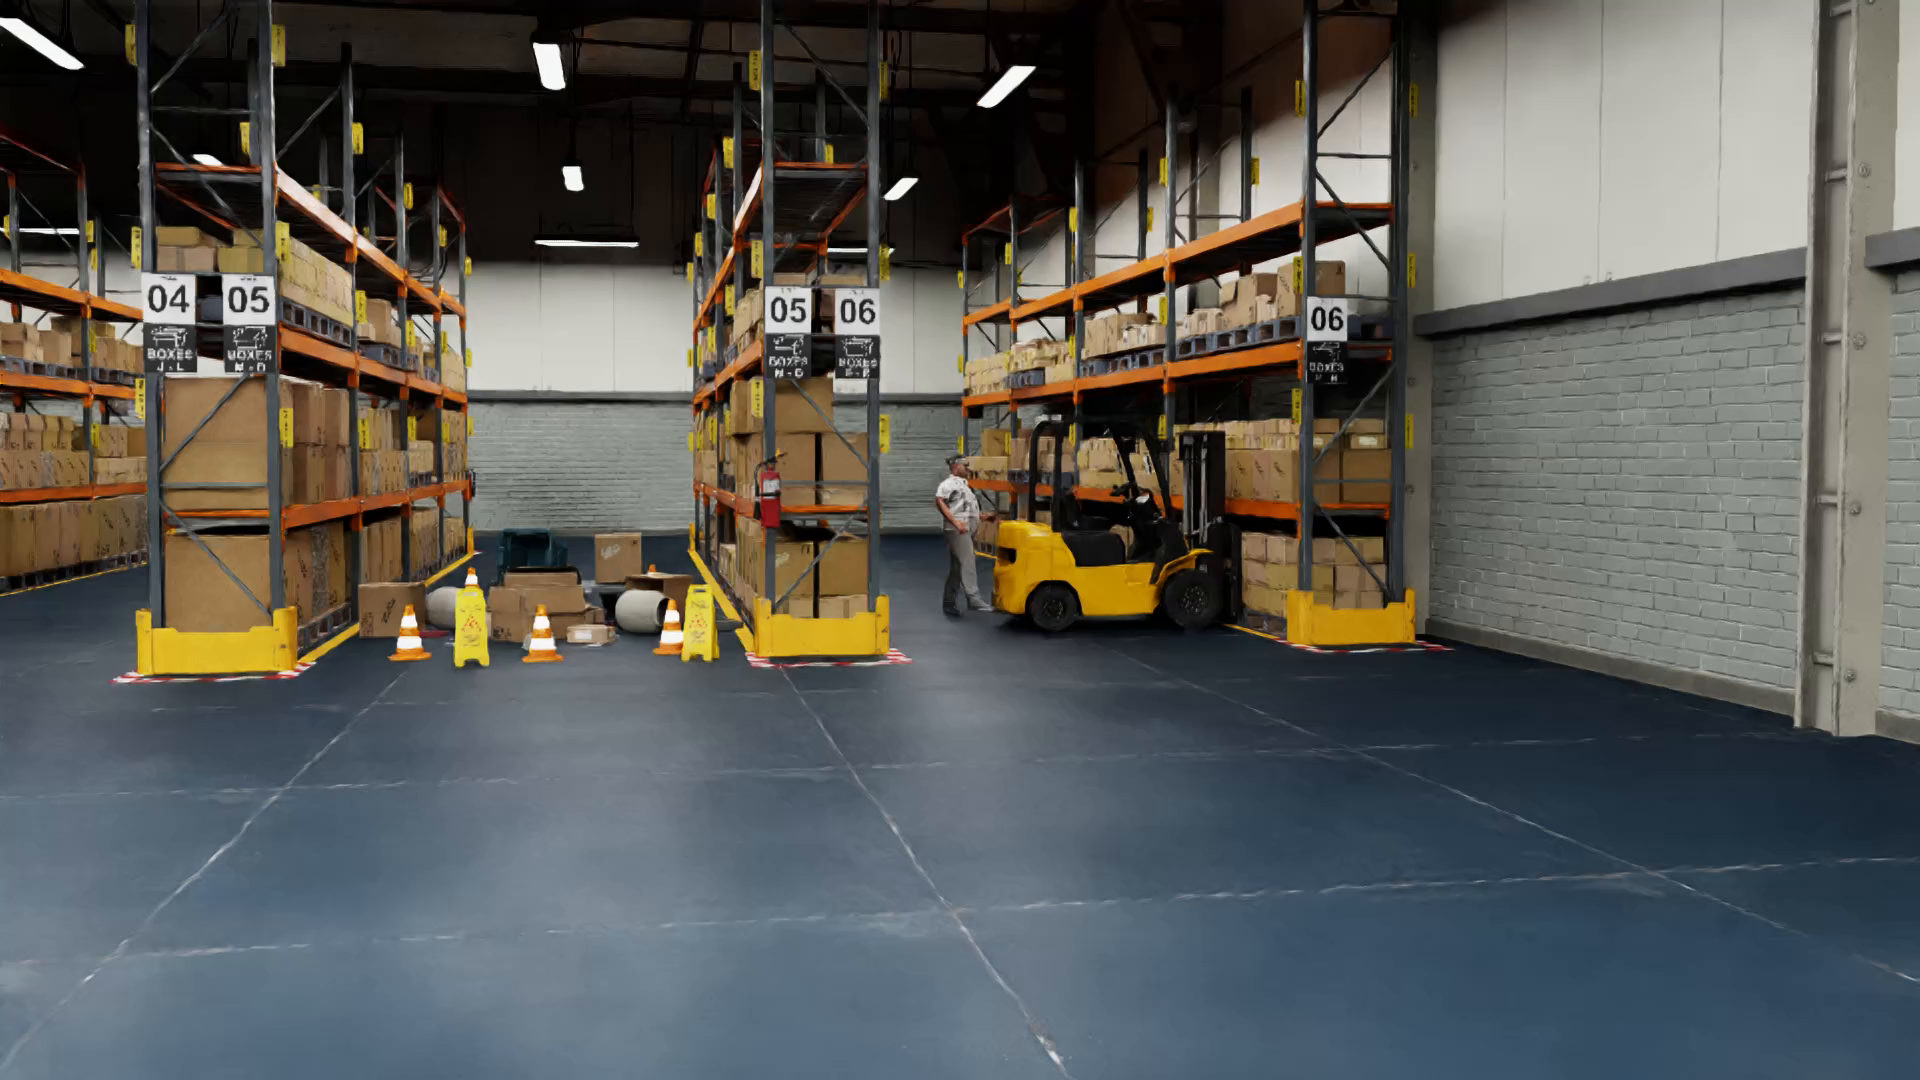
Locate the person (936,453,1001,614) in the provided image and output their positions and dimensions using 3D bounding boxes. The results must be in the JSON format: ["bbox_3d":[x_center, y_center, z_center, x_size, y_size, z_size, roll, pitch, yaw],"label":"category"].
[{"bbox_3d":[0.119,-0.057,18.233,0.768,1.792,0.734,1,3,17],"label":"person"}]
